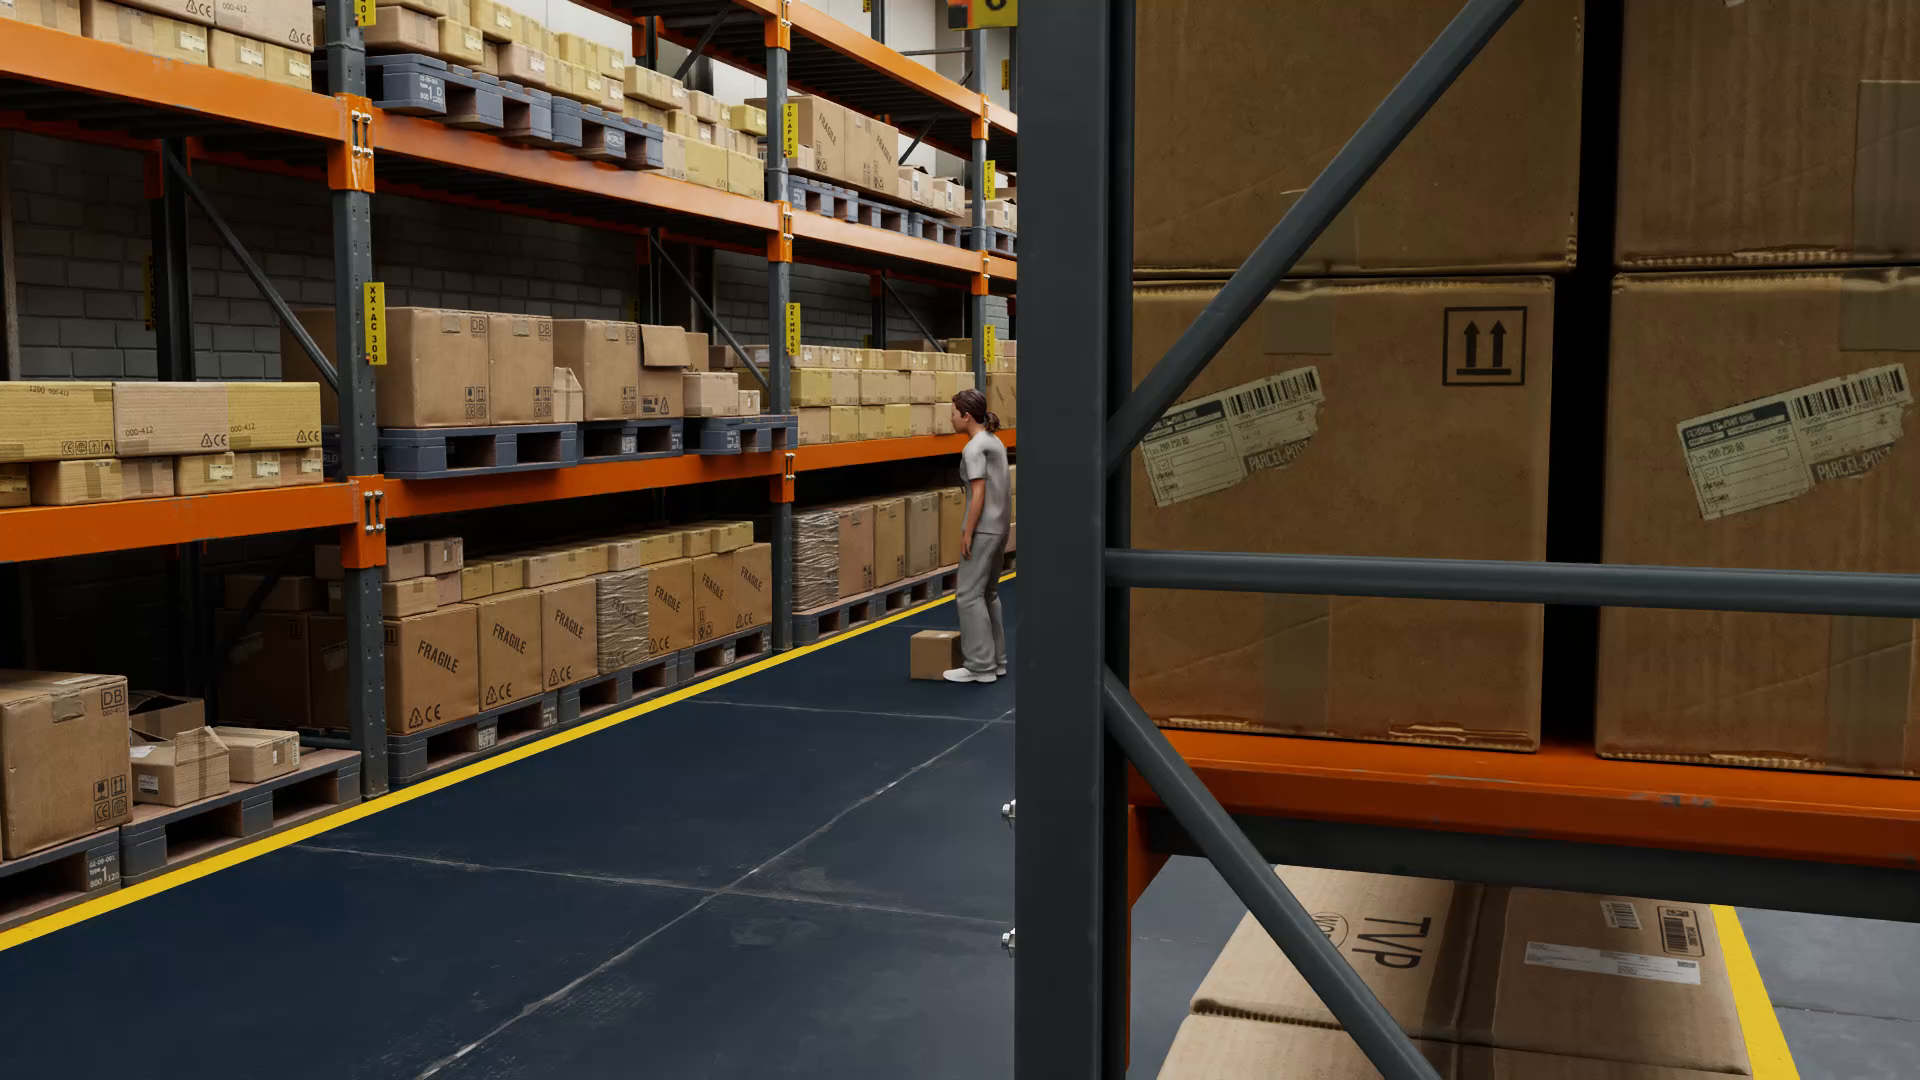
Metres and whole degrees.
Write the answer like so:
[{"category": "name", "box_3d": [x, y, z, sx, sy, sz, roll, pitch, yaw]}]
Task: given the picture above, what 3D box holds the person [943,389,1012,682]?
[{"category": "person", "box_3d": [0.109, -0.030, 9.536, 0.362, 1.671, 0.506, 1, 5, 15]}]
